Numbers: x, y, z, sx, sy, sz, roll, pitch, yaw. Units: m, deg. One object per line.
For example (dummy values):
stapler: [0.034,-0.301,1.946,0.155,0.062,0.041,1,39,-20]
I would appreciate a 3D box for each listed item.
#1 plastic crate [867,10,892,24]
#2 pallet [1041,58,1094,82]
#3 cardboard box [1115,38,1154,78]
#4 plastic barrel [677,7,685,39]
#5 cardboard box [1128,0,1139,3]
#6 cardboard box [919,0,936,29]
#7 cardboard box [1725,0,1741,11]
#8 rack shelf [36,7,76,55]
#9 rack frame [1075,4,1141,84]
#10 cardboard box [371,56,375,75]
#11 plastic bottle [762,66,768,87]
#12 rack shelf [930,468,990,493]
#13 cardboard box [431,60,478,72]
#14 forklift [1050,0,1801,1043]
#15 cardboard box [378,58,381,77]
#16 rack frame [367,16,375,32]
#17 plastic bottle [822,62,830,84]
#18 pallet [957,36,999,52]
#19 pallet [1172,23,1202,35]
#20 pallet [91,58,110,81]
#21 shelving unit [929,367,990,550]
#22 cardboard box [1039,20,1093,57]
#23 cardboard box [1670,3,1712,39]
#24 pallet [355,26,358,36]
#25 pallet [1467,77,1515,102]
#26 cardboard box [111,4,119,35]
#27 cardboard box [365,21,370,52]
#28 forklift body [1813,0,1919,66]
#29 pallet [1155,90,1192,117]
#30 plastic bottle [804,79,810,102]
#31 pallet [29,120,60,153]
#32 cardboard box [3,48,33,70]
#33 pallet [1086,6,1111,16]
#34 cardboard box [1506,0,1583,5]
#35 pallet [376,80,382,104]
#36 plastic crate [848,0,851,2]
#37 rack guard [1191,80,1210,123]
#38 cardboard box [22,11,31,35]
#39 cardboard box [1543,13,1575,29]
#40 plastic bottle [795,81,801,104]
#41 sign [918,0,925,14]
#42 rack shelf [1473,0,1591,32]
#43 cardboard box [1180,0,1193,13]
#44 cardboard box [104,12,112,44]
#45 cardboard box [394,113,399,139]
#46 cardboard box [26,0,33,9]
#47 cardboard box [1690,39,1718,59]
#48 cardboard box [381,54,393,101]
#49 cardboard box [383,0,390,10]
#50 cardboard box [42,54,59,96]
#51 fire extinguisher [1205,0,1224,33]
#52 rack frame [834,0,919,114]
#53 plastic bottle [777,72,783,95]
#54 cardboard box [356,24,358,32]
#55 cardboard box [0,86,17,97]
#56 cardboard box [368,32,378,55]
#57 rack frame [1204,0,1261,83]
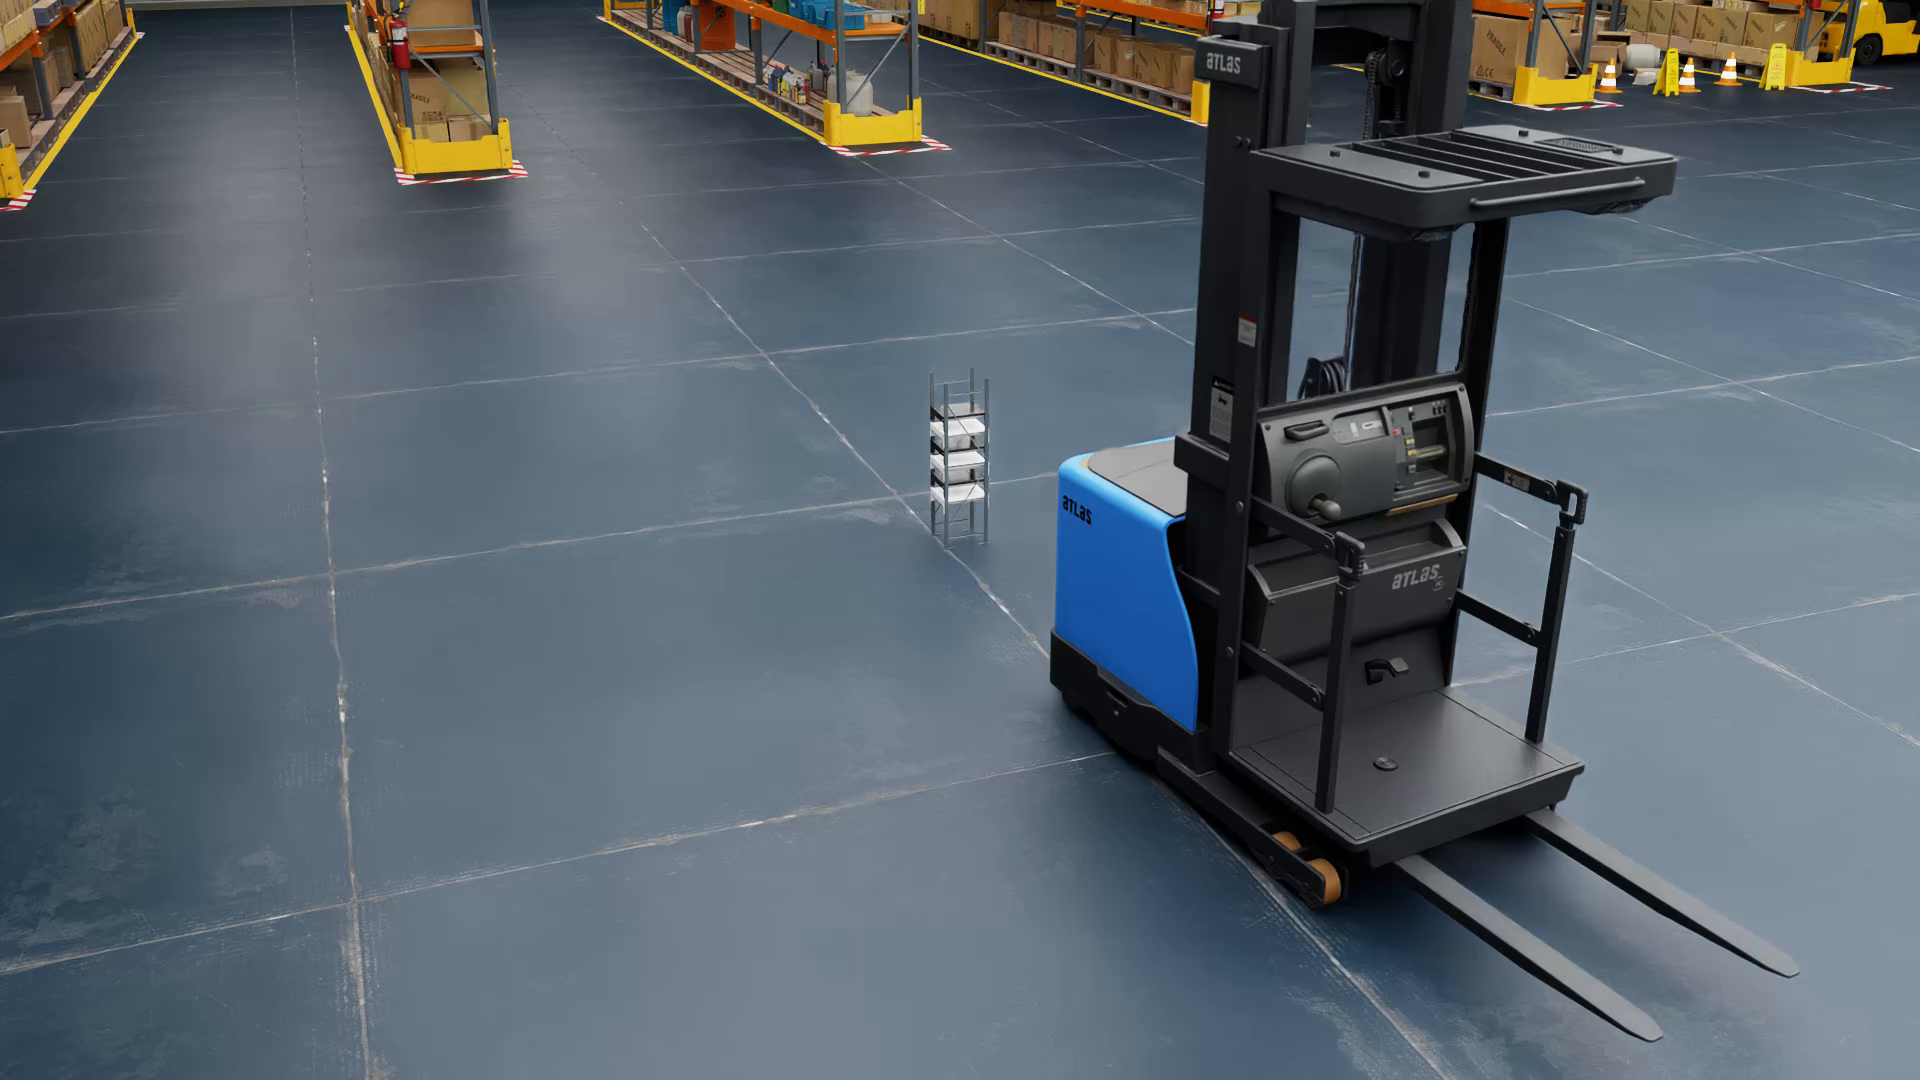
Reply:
plastic crate: [-1.003,-6.474,20.588,0.298,0.136,0.250,-8,24,-19]
pallet: [1.956,-7.357,25.933,1.003,0.211,1.213,-8,24,-19]
cardboard box: [2.546,-7.043,24.276,0.500,0.500,0.500,-1,23,-2]
plastic barrel: [-4.685,-8.959,28.806,0.421,0.512,0.421,0,23,0]
cardboard box: [2.570,-7.581,23.198,0.380,0.149,0.250,-8,24,-19]
cardboard box: [-0.032,-9.926,30.633,1.225,0.875,0.875,-9,25,-21]
cardboard box: [12.112,-8.308,25.797,0.380,0.149,0.250,-8,24,-18]
rack shelf: [-12.376,-6.715,21.747,1.077,0.370,4.000,-8,24,-19]
rack frame: [2.233,-8.359,24.721,1.000,3.000,0.127,-8,24,-19]
cardboard box: [-8.360,-6.968,24.420,0.500,0.250,0.500,-9,24,-20]
plastic bottle: [-2.698,-6.449,23.135,0.097,0.271,0.097,0,23,0]
rack shelf: [-0.003,-0.304,8.630,0.258,0.077,0.200,-8,24,-19]
cardboard box: [-5.971,-5.407,19.750,0.500,0.500,0.500,-8,24,-19]
forklift: [1.538,-0.284,5.651,1.130,2.935,3.031,-12,26,-26]
cardboard box: [-7.447,-6.294,22.099,0.500,0.311,0.500,-8,24,-19]
rack frame: [-8.449,-8.455,24.948,1.000,3.000,0.127,-8,24,-19]
plastic bottle: [-1.836,-6.397,22.911,0.144,0.351,0.185,-10,25,-22]
pallet: [0.612,-8.824,29.415,1.003,0.211,1.213,-8,24,-19]
pallet: [4.794,-9.898,31.962,1.003,0.211,1.213,-8,24,-19]
pallet: [-13.717,-7.228,25.628,1.003,0.211,1.213,-8,24,-19]
shelving unit: [-0.003,-0.418,8.582,0.258,0.900,0.210,-8,24,-19]
cardboard box: [1.687,-8.015,26.557,0.700,0.500,0.500,-11,25,-24]
cardboard box: [11.841,-8.358,26.752,0.500,0.500,0.500,-7,24,-16]
pallet: [-10.966,-9.759,31.633,1.003,0.211,1.213,-8,24,-19]
pallet: [7.966,-6.544,24.005,1.003,0.211,1.213,-8,24,-19]
cardboard box: [-15.212,-9.117,29.197,0.700,0.500,0.500,-9,25,-21]
cardboard box: [-9.182,-8.001,26.524,0.500,0.500,0.500,-9,25,-21]
forklift body: [15.183,-8.995,27.323,2.313,2.155,1.214,-8,24,-19]
pallet: [3.365,-5.948,22.591,1.003,0.211,1.213,-8,24,-19]
plastic bottle: [-2.011,-5.895,21.804,0.061,0.283,0.133,-8,24,-19]
pallet: [-11.399,-4.796,19.858,1.003,0.211,1.213,-8,24,-19]
cardboard box: [-12.103,-6.141,21.145,0.500,0.250,0.500,-9,24,-20]
pallet: [3.378,-11.308,35.307,1.003,0.211,1.213,-8,24,-19]
cardboard box: [8.148,-7.747,23.076,0.875,0.550,0.550,-8,24,-19]
pallet: [-7.768,-6.423,23.717,1.003,0.211,1.213,-8,24,-19]
plastic crate: [-1.756,-7.246,22.272,0.499,0.251,0.616,-8,24,-19]
rack guard: [3.619,-5.782,21.823,1.175,0.500,0.348,-8,24,-19]
cardboard box: [-11.050,-5.948,19.167,0.500,0.250,0.500,-8,24,-19]
cardboard box: [9.849,-8.661,27.680,0.500,0.500,0.500,-8,24,-19]
plastic bottle: [-2.105,-5.824,21.638,0.061,0.283,0.133,-8,24,-18]
sign: [-0.471,-6.428,19.782,0.100,0.325,0.005,-8,24,-19]
rack shelf: [7.615,-7.945,24.664,1.077,0.370,4.000,-8,24,-19]
cardboard box: [3.128,-7.040,21.914,0.380,0.149,0.250,-8,24,-19]
cardboard box: [-14.663,-8.555,27.862,0.700,0.500,0.500,-8,24,-18]
cardboard box: [-6.277,-4.809,19.297,0.500,0.250,0.500,-8,24,-19]
cardboard box: [-11.213,-6.477,19.456,0.500,0.500,0.500,-8,24,-19]
cardboard box: [12.014,-7.827,26.459,0.500,0.250,0.500,-9,25,-21]
cardboard box: [-6.812,-5.699,20.442,0.500,0.500,0.500,-8,24,-19]
cardboard box: [-7.518,-7.234,22.223,0.396,0.266,0.258,-9,24,-20]
cardboard box: [-12.504,-6.190,22.227,0.700,0.500,0.500,-8,24,-19]
fire extinguisher: [3.255,-6.765,21.039,0.296,0.674,0.183,-8,24,-19]
rack frame: [-0.988,-6.226,19.660,1.000,3.000,0.127,-8,24,-19]
plastic bottle: [-2.418,-6.146,22.401,0.061,0.283,0.133,-7,24,-17]
cardboard box: [-10.517,-9.093,29.567,0.380,0.149,0.250,-8,24,-19]
cardboard box: [-11.265,-5.000,19.402,0.500,0.500,0.500,-10,25,-23]
cardboard box: [-8.539,-7.409,24.744,0.500,0.311,0.500,-7,24,-17]
rack frame: [3.646,-6.906,21.272,1.000,3.000,0.127,-8,24,-19]
